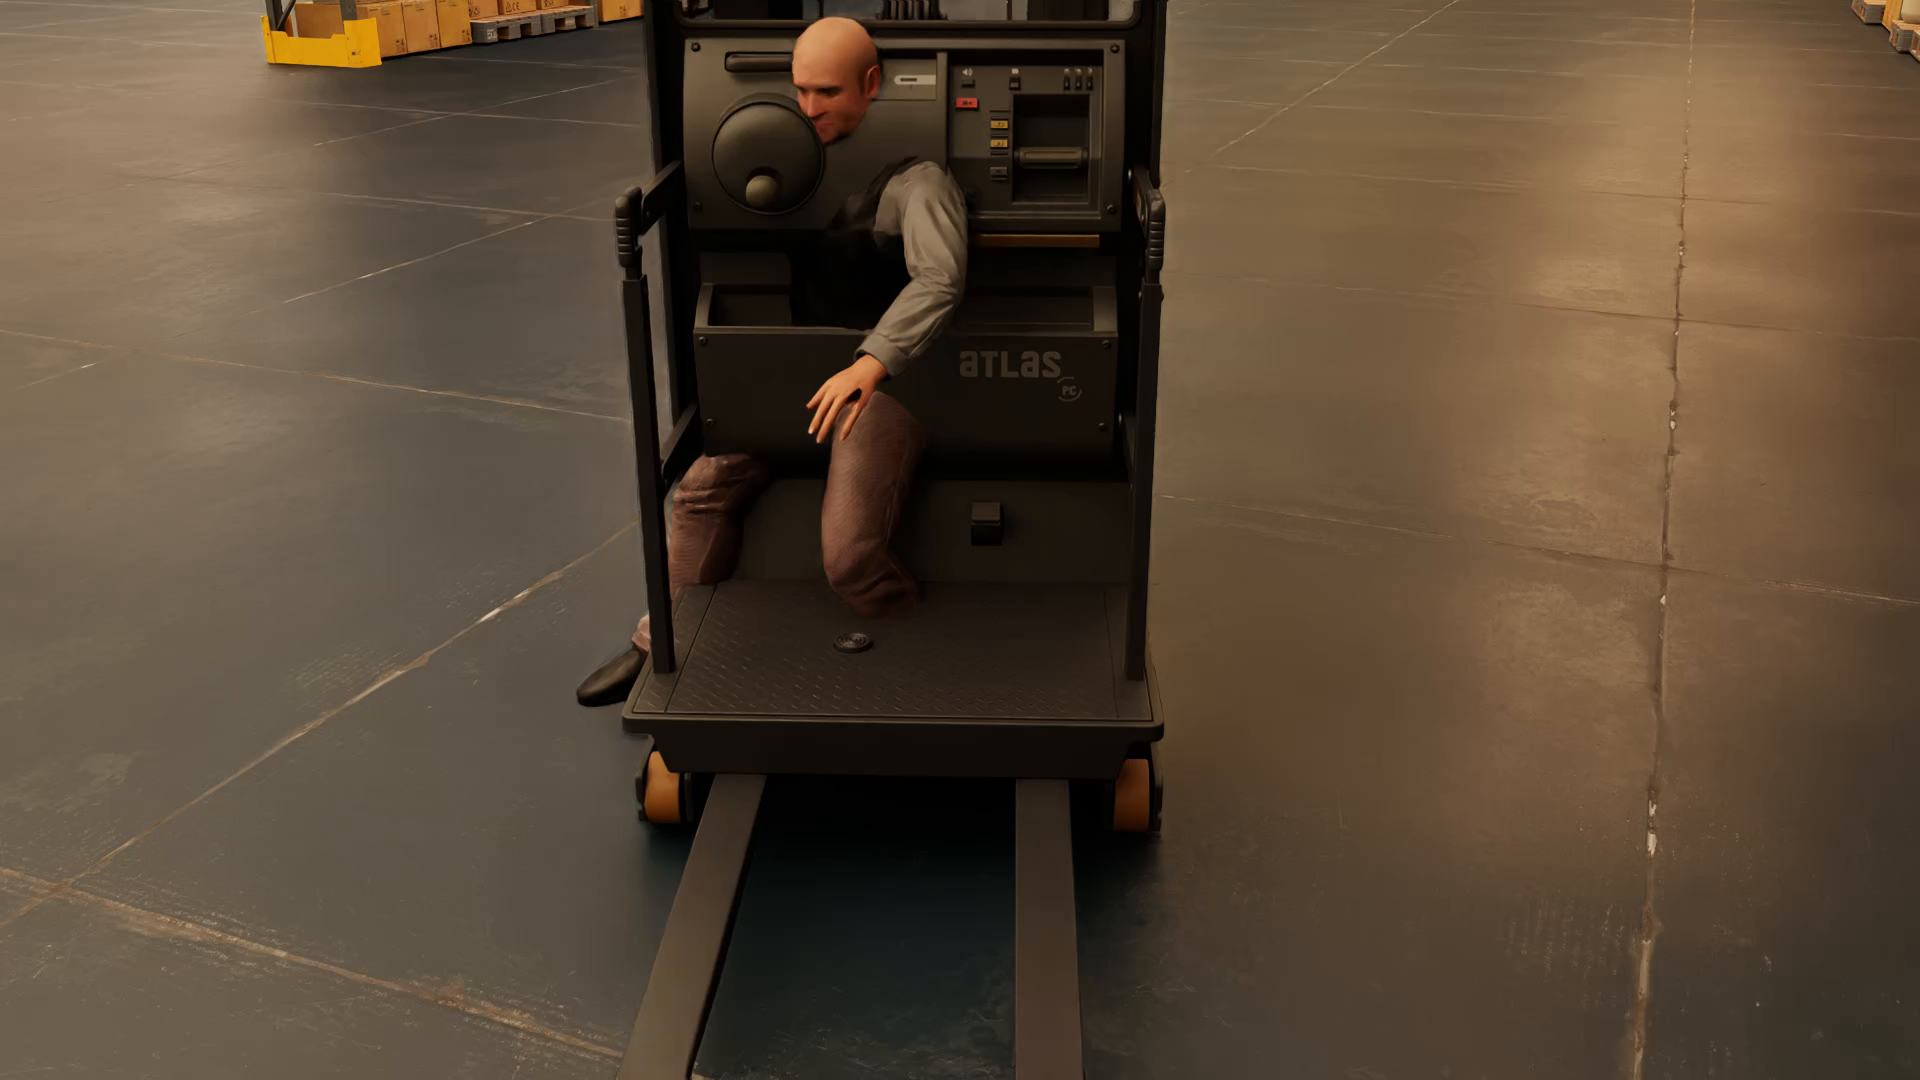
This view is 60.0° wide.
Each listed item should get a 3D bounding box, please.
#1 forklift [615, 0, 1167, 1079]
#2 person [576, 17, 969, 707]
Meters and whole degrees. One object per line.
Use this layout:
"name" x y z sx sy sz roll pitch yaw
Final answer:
"forklift" -0.122 -0.845 3.313 1.130 2.935 3.031 1 23 2
"person" -0.406 -0.344 3.731 0.826 1.589 0.919 -19 29 -38
